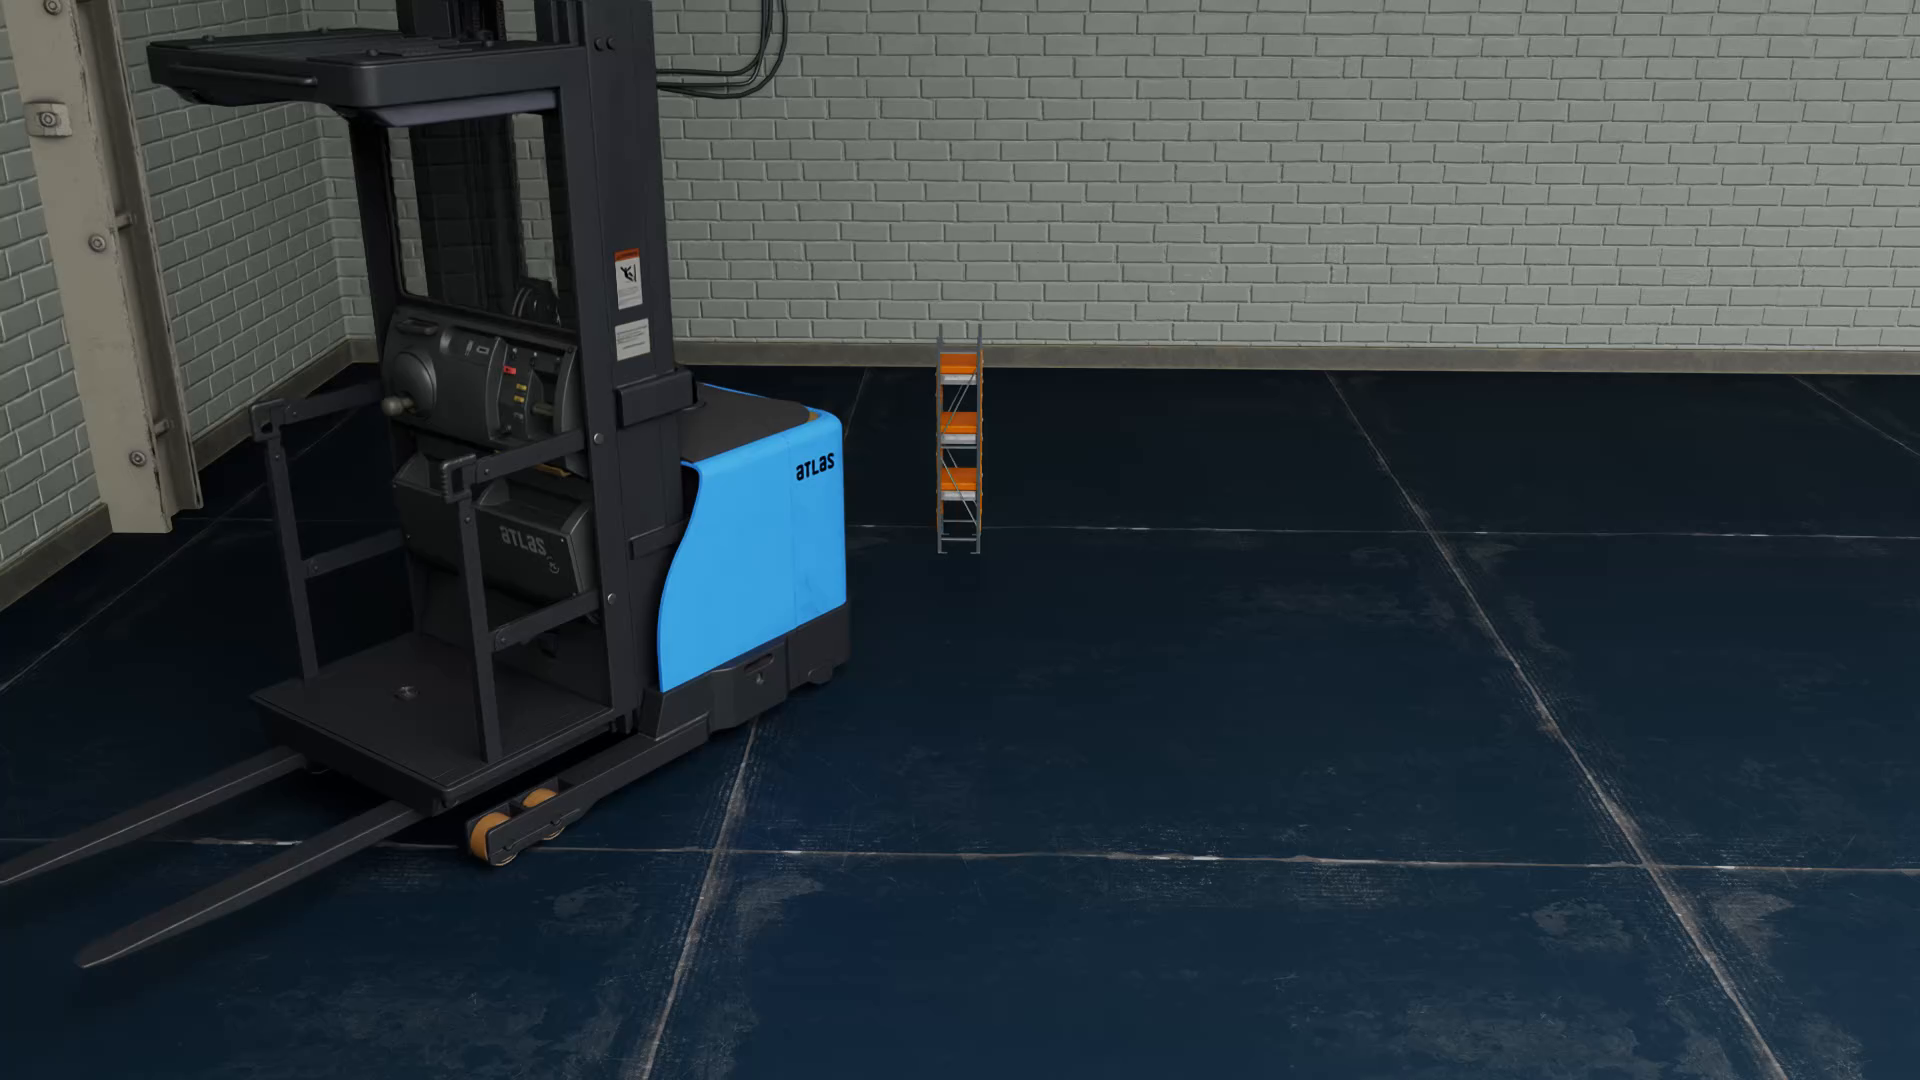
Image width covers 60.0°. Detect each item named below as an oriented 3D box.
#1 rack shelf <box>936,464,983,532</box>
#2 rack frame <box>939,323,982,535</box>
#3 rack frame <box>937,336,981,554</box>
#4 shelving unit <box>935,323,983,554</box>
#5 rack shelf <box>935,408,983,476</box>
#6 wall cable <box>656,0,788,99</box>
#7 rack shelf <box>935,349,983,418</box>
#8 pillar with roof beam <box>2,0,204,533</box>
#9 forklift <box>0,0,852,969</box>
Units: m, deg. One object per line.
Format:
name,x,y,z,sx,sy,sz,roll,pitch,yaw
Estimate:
rack shelf,-0.002,-0.201,7.894,0.215,0.259,0.240,1,21,2
rack frame,0.002,-0.514,7.903,0.200,1.050,0.008,1,21,2
rack frame,-0.005,-0.426,7.675,0.200,1.050,0.008,1,21,2
shelving unit,-0.002,-0.470,7.789,0.215,1.050,0.252,1,21,2
rack shelf,-0.002,-0.460,7.793,0.215,0.259,0.240,1,21,2
wall cable,-2.605,-3.906,9.949,3.097,2.526,0.112,1,21,2
rack shelf,-0.002,-0.725,7.690,0.215,0.259,0.240,1,21,2
pillar with roof beam,0.287,-4.256,6.558,9.100,9.000,0.400,1,21,2
forklift,-1.715,-0.522,5.322,1.130,2.935,3.031,15,26,34
